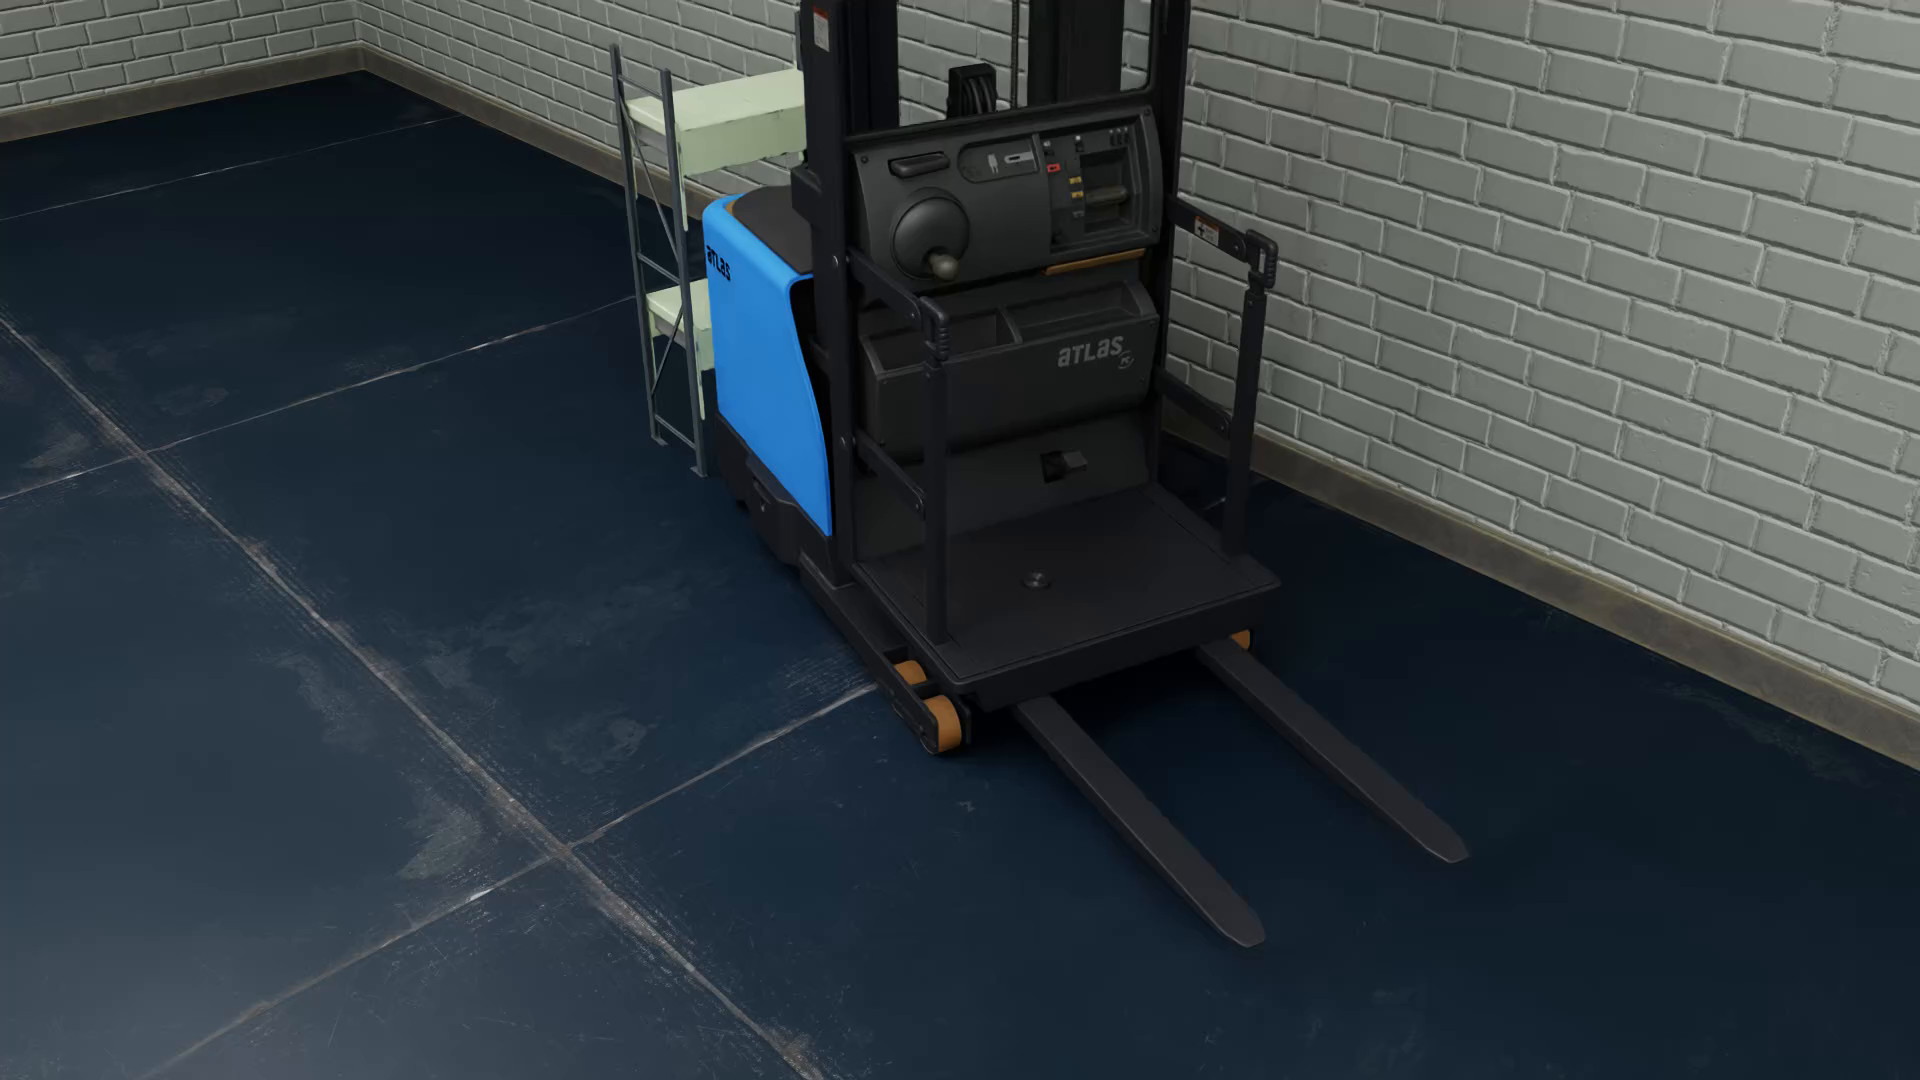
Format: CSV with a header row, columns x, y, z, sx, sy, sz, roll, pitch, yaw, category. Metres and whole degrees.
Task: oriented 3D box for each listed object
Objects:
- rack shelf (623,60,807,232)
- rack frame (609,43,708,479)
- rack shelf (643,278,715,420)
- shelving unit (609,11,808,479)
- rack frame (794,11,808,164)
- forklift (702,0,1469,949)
x,y,z,sx,sy,sz,roll,pitch,yaw,category
-0.764,-1.399,5.852,0.720,0.370,0.431,-21,37,-30,rack shelf
-1.058,-0.952,5.869,0.023,1.500,0.400,-21,37,-30,rack frame
-0.764,-0.788,6.225,0.720,0.370,0.431,-21,37,-30,rack shelf
-0.764,-1.066,6.055,0.755,1.500,0.431,-21,37,-30,shelving unit
-0.469,-1.179,6.241,0.023,1.500,0.400,-21,37,-30,rack frame
0.251,-0.908,4.426,1.130,2.935,3.031,-15,35,-23,forklift
